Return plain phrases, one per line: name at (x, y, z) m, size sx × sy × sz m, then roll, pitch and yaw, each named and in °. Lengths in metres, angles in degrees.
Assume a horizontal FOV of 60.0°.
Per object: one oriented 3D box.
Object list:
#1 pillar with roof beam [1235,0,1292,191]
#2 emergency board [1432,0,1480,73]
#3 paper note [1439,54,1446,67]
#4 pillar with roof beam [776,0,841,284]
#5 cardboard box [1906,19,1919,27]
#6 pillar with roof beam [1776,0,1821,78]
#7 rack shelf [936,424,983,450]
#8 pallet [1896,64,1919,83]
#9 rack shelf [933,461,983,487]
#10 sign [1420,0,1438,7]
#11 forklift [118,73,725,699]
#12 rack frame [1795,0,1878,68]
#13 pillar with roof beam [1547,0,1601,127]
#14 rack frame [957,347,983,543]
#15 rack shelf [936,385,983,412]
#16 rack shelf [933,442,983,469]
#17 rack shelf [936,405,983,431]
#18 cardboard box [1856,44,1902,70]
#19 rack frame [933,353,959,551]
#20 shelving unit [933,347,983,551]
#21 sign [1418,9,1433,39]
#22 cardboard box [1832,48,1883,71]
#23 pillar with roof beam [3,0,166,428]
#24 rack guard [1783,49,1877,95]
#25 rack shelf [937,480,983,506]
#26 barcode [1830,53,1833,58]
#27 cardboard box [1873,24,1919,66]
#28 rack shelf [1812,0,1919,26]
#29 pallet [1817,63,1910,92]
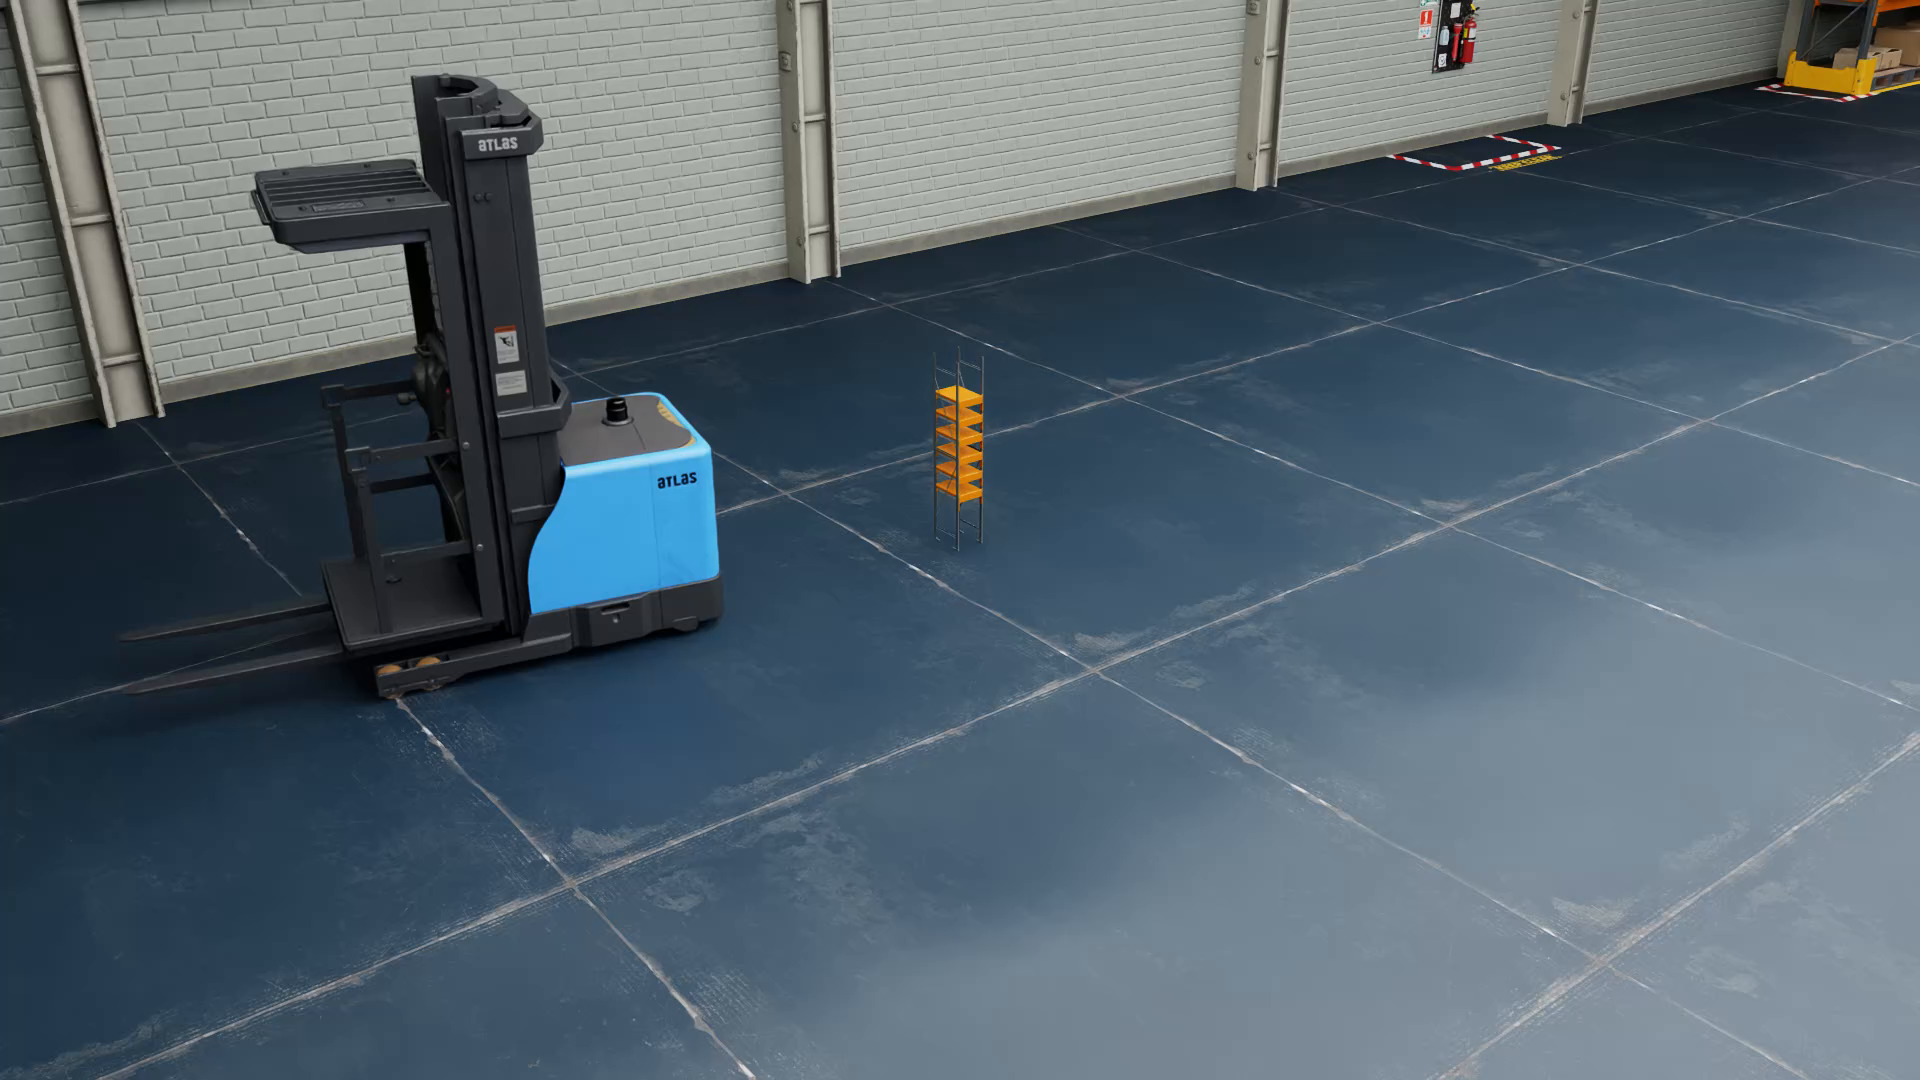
pillar with roof beam at (6.017, -6.683, 13.960) m, size 0.400 × 9.000 × 9.100 m, roll -18°, pitch 31°, yaw -34°
emergency board at (6.114, -6.317, 20.298) m, size 0.643 × 1.169 × 0.194 m, roll -18°, pitch 31°, yaw -34°
paper note at (5.932, -5.894, 20.433) m, size 0.142 × 0.148 × 0.016 m, roll -18°, pitch 31°, yaw -34°
pillar with roof beam at (1.296, -5.124, 10.601) m, size 0.400 × 9.000 × 9.100 m, roll -18°, pitch 31°, yaw -34°
cardboard box at (15.142, -7.858, 26.066) m, size 0.500 × 0.500 × 0.500 m, roll -21°, pitch 32°, yaw -38°
pillar with roof beam at (15.460, -9.800, 20.676) m, size 0.400 × 9.000 × 9.100 m, roll -18°, pitch 31°, yaw -34°
rack shelf at (-0.011, -0.609, 9.958) m, size 0.180 × 0.103 × 0.258 m, roll -18°, pitch 31°, yaw -34°
pallet at (14.467, -7.306, 25.741) m, size 1.213 × 0.211 × 1.003 m, roll -18°, pitch 31°, yaw -34°
rack shelf at (-0.011, -0.391, 10.059) m, size 0.180 × 0.103 × 0.258 m, roll -18°, pitch 31°, yaw -34°
sign at (5.624, -6.462, 19.939) m, size 0.331 × 0.109 × 0.001 m, roll -18°, pitch 31°, yaw -34°
forklift at (-2.865, -0.773, 8.434) m, size 3.031 × 2.935 × 1.130 m, roll -11°, pitch 27°, yaw -23°
rack frame at (12.787, -8.036, 24.003) m, size 0.127 × 3.000 × 1.000 m, roll -18°, pitch 31°, yaw -34°
pillar with roof beam at (10.739, -8.241, 17.318) m, size 0.400 × 9.000 × 9.100 m, roll -18°, pitch 31°, yaw -34°
rack frame at (0.061, -0.564, 10.041) m, size 0.006 × 1.200 × 0.240 m, roll -18°, pitch 31°, yaw -34°
rack shelf at (-0.011, -0.827, 9.856) m, size 0.180 × 0.103 × 0.258 m, roll -18°, pitch 31°, yaw -34°
rack shelf at (-0.011, -0.500, 10.008) m, size 0.180 × 0.103 × 0.258 m, roll -18°, pitch 31°, yaw -34°
rack shelf at (-0.011, -0.718, 9.907) m, size 0.180 × 0.103 × 0.258 m, roll -18°, pitch 31°, yaw -34°
cardboard box at (13.835, -7.314, 25.118) m, size 0.500 × 0.311 × 0.500 m, roll -15°, pitch 29°, yaw -30°
rack frame at (-0.083, -0.517, 9.938) m, size 0.006 × 1.200 × 0.240 m, roll -18°, pitch 31°, yaw -34°
shelving unit at (-0.011, -0.540, 9.989) m, size 0.189 × 1.200 × 0.258 m, roll -18°, pitch 31°, yaw -34°
sign at (5.615, -6.224, 20.054) m, size 0.234 × 0.329 × 0.001 m, roll -18°, pitch 31°, yaw -34°
cardboard box at (13.387, -7.166, 24.799) m, size 0.500 × 0.311 × 0.500 m, roll -23°, pitch 33°, yaw -40°
pillar with roof beam at (-3.426, -3.565, 7.243) m, size 0.400 × 9.000 × 9.100 m, roll -18°, pitch 31°, yaw -34°
rack guard at (12.846, -6.922, 24.571) m, size 0.348 × 0.500 × 1.175 m, roll -18°, pitch 31°, yaw -34°
rack shelf at (-0.011, -0.282, 10.109) m, size 0.180 × 0.103 × 0.258 m, roll -18°, pitch 31°, yaw -34°
barcode at (13.154, -7.308, 25.093) m, size 0.075 × 0.075 × 0.001 m, roll -18°, pitch 31°, yaw -34°
cardboard box at (14.443, -7.574, 25.453) m, size 0.500 × 0.500 × 0.700 m, roll -21°, pitch 32°, yaw -37°
rack shelf at (14.360, -8.230, 25.274) m, size 4.000 × 0.370 × 1.077 m, roll -18°, pitch 31°, yaw -34°
pallet at (13.507, -6.991, 25.062) m, size 1.213 × 0.211 × 1.003 m, roll -18°, pitch 31°, yaw -34°
